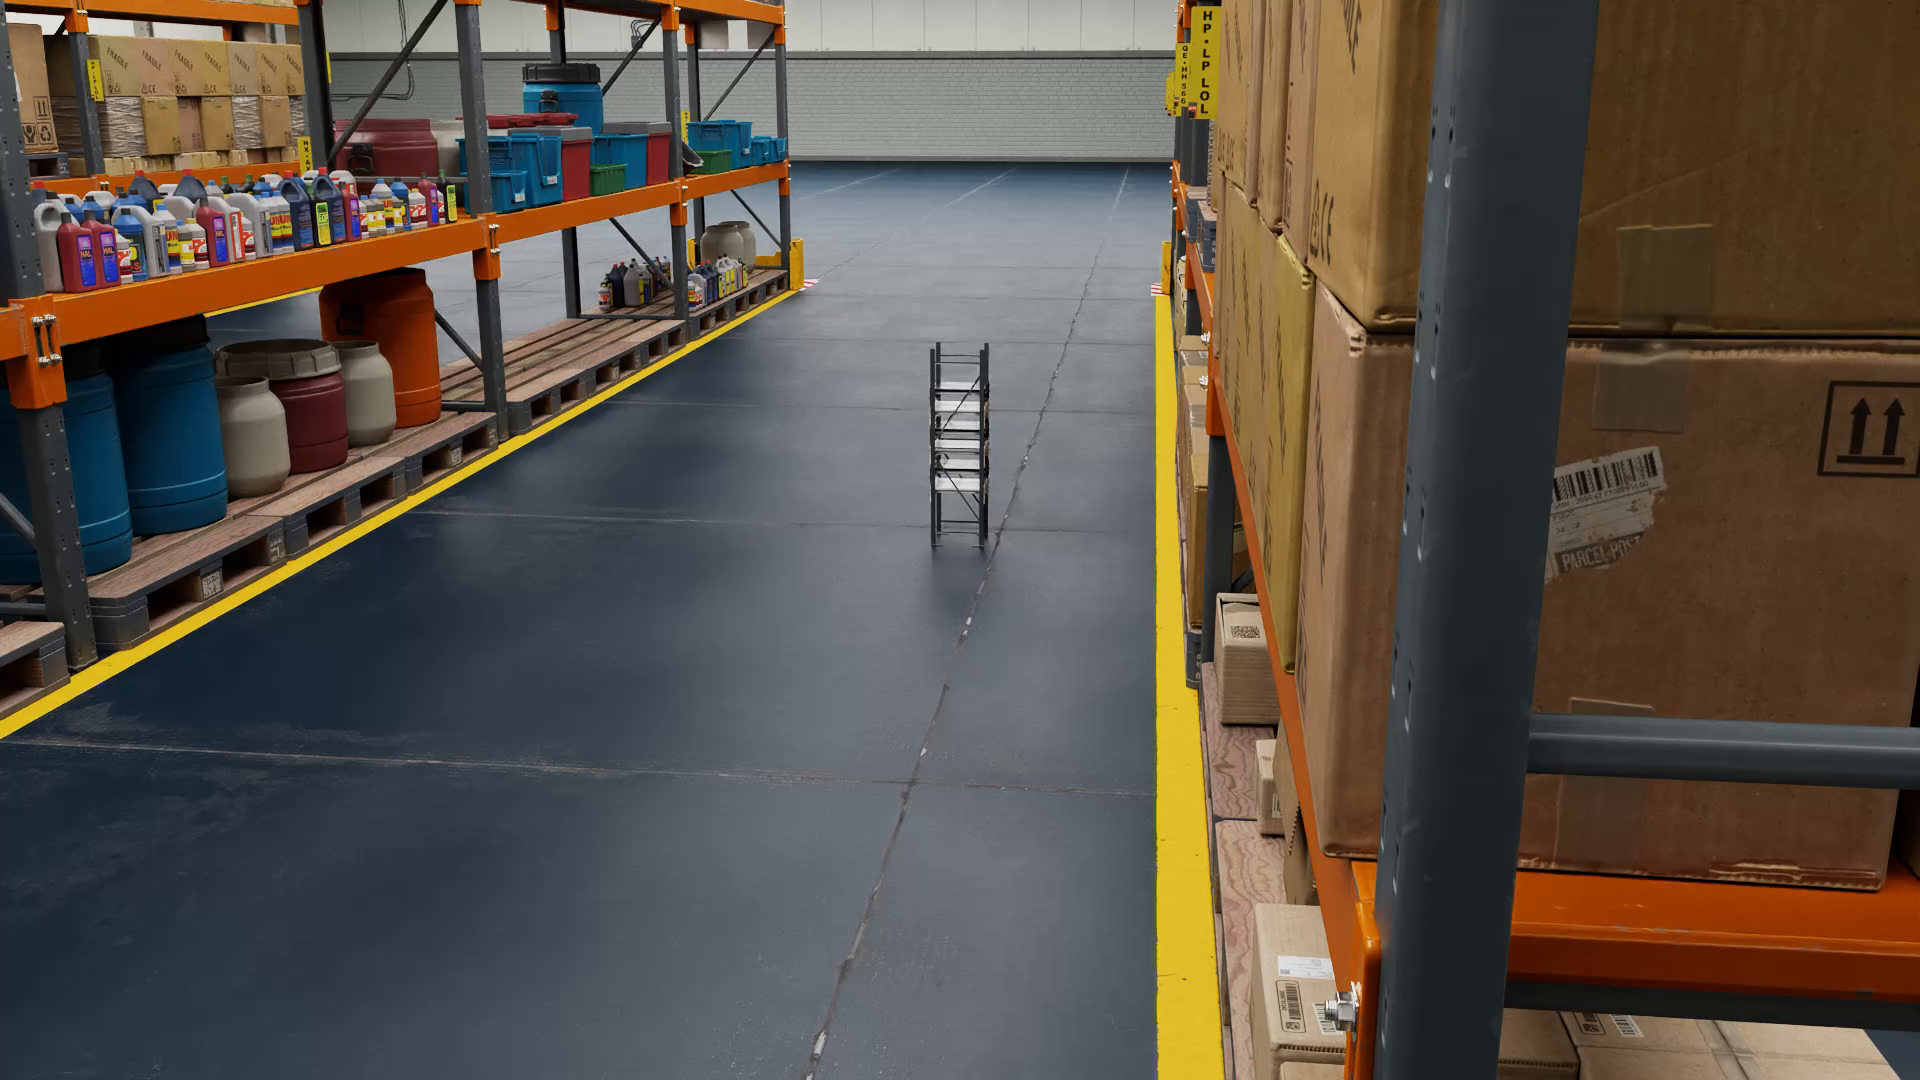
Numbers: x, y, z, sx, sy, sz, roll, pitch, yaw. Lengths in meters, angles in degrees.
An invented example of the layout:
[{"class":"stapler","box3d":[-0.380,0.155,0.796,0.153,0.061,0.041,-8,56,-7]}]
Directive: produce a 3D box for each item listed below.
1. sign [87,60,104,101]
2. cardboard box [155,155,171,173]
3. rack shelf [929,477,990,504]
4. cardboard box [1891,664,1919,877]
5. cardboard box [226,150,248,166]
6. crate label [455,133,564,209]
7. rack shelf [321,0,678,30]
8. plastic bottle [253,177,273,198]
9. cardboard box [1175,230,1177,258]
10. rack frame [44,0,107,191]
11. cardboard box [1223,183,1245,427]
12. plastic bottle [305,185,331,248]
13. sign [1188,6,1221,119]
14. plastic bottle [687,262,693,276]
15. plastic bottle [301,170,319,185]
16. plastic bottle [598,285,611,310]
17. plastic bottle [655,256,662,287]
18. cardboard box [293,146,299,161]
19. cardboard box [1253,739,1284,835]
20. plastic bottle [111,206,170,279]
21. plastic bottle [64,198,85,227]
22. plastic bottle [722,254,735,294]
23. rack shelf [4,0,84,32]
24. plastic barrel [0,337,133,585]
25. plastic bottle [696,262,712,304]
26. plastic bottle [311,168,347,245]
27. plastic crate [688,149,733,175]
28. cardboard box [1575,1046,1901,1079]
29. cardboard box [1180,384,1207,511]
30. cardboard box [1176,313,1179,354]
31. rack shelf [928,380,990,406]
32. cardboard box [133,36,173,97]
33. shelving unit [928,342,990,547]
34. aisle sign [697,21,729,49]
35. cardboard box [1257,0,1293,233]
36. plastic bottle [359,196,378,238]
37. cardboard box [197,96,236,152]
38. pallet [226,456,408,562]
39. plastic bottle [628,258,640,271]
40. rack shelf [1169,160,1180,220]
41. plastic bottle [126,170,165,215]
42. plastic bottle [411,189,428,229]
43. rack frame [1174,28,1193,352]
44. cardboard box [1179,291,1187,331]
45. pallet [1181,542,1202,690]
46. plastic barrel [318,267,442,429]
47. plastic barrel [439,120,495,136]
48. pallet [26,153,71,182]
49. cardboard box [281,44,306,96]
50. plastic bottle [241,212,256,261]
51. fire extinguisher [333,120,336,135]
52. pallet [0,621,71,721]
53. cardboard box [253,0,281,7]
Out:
[{"class":"sign","box3d":[-7.095,-3.771,13.643,0.100,0.325,0.005,2,15,6]},{"class":"cardboard box","box3d":[-7.263,-3.348,14.779,0.380,0.149,0.250,2,15,6]},{"class":"rack shelf","box3d":[-0.001,-0.226,7.592,0.258,0.077,0.200,2,15,6]},{"class":"cardboard box","box3d":[1.154,0.022,1.642,0.500,0.500,0.500,2,15,7]},{"class":"cardboard box","box3d":[-7.087,-3.671,15.975,0.380,0.149,0.250,2,15,6]},{"class":"crate label","box3d":[-2.796,-2.311,10.394,0.502,0.435,0.616,2,15,6]},{"class":"rack shelf","box3d":[-2.951,-3.664,11.096,1.077,0.370,4.000,2,15,6]},{"class":"plastic bottle","box3d":[-3.579,-1.728,8.553,0.097,0.271,0.097,0,15,0]},{"class":"cardboard box","box3d":[2.311,-2.947,15.842,0.500,0.500,0.500,2,15,6]},{"class":"rack frame","box3d":[-7.647,-3.227,13.851,1.000,3.000,0.127,2,15,6]},{"class":"cardboard box","box3d":[0.852,-0.521,3.652,0.500,0.500,0.500,2,15,6]},{"class":"plastic bottle","box3d":[-2.963,-1.491,7.654,0.061,0.283,0.133,2,15,6]},{"class":"sign","box3d":[0.741,-1.434,5.001,0.100,0.325,0.005,2,15,6]},{"class":"plastic bottle","box3d":[-2.365,-2.217,14.345,0.144,0.351,0.185,2,15,6]},{"class":"plastic bottle","box3d":[-3.547,-1.882,9.111,0.152,0.276,0.135,2,15,6]},{"class":"plastic bottle","box3d":[-2.994,-2.046,14.001,0.097,0.201,0.097,0,15,0]},{"class":"plastic bottle","box3d":[-2.832,-2.501,15.525,0.061,0.283,0.133,2,15,7]},{"class":"cardboard box","box3d":[-7.051,-3.999,17.185,0.380,0.149,0.250,2,15,6]},{"class":"cardboard box","box3d":[0.943,0.623,4.198,0.380,0.166,0.250,2,15,6]},{"class":"plastic bottle","box3d":[-3.156,-1.151,6.408,0.152,0.276,0.135,2,15,6]},{"class":"plastic bottle","box3d":[-3.681,-1.283,6.907,0.097,0.271,0.097,0,15,0]},{"class":"plastic bottle","box3d":[-2.132,-2.420,15.096,0.144,0.351,0.185,2,15,9]},{"class":"rack shelf","box3d":[-7.872,-3.809,11.635,1.077,0.370,4.000,2,15,6]},{"class":"plastic barrel","box3d":[-3.550,-0.337,6.377,0.600,0.901,0.708,2,15,6]},{"class":"plastic bottle","box3d":[-2.222,-2.212,14.329,0.144,0.351,0.185,2,15,8]},{"class":"plastic bottle","box3d":[-2.987,-1.566,7.803,0.144,0.351,0.185,2,15,6]},{"class":"plastic crate","box3d":[-2.292,-3.323,14.611,0.450,0.188,0.662,2,15,6]},{"class":"cardboard box","box3d":[1.242,1.030,2.530,0.500,0.250,0.500,2,15,6]},{"class":"cardboard box","box3d":[1.240,-0.392,7.311,0.500,0.500,0.500,1,15,4]},{"class":"cardboard box","box3d":[1.790,-1.446,11.726,0.500,0.250,0.500,1,15,5]},{"class":"rack shelf","box3d":[-0.001,-0.661,7.475,0.258,0.077,0.200,2,15,6]},{"class":"cardboard box","box3d":[-7.288,-4.141,14.553,0.500,0.500,0.500,2,15,6]},{"class":"shelving unit","box3d":[-0.001,-0.432,7.537,0.258,0.900,0.210,2,15,6]},{"class":"aisle sign","box3d":[-2.557,-5.401,16.910,0.394,0.787,0.004,2,15,6]},{"class":"cardboard box","box3d":[0.729,-0.742,2.554,0.500,0.500,0.500,2,15,8]},{"class":"plastic bottle","box3d":[-2.922,-1.590,8.176,0.097,0.201,0.097,0,15,0]},{"class":"cardboard box","box3d":[-7.389,-3.924,15.666,0.875,0.500,0.500,2,15,6]},{"class":"pallet","box3d":[-3.364,-0.177,7.911,1.003,0.211,1.213,2,15,6]},{"class":"plastic bottle","box3d":[-2.881,-2.324,14.743,0.144,0.351,0.185,2,15,6]},{"class":"rack shelf","box3d":[2.422,-3.106,14.781,1.077,0.370,4.000,2,15,6]},{"class":"plastic bottle","box3d":[-3.725,-1.517,7.619,0.144,0.351,0.185,2,15,6]},{"class":"plastic bottle","box3d":[-2.856,-1.741,8.737,0.097,0.201,0.097,0,15,0]},{"class":"rack frame","box3d":[2.196,-2.935,12.769,1.000,3.000,0.127,2,15,6]},{"class":"cardboard box","box3d":[1.671,-1.452,10.675,0.500,0.311,0.500,2,15,6]},{"class":"pallet","box3d":[1.347,0.274,6.244,1.003,0.211,1.213,2,15,6]},{"class":"plastic barrel","box3d":[-3.215,-1.072,9.232,0.600,0.830,0.708,2,15,6]},{"class":"plastic barrel","box3d":[-3.225,-2.480,10.874,0.421,0.512,0.421,0,15,0]},{"class":"pallet","box3d":[-7.877,-2.941,13.159,1.003,0.211,1.213,2,15,6]},{"class":"cardboard box","box3d":[-7.012,-4.789,16.951,0.500,0.500,0.500,2,15,6]},{"class":"plastic bottle","box3d":[-3.053,-1.289,7.063,0.097,0.201,0.097,0,15,0]},{"class":"fire extinguisher","box3d":[-6.725,-4.244,17.758,0.296,0.674,0.183,2,15,6]},{"class":"pallet","box3d":[-3.672,0.531,5.293,1.003,0.211,1.213,2,15,6]},{"class":"cardboard box","box3d":[-7.051,-5.378,16.347,0.500,0.250,0.500,2,15,7]}]
